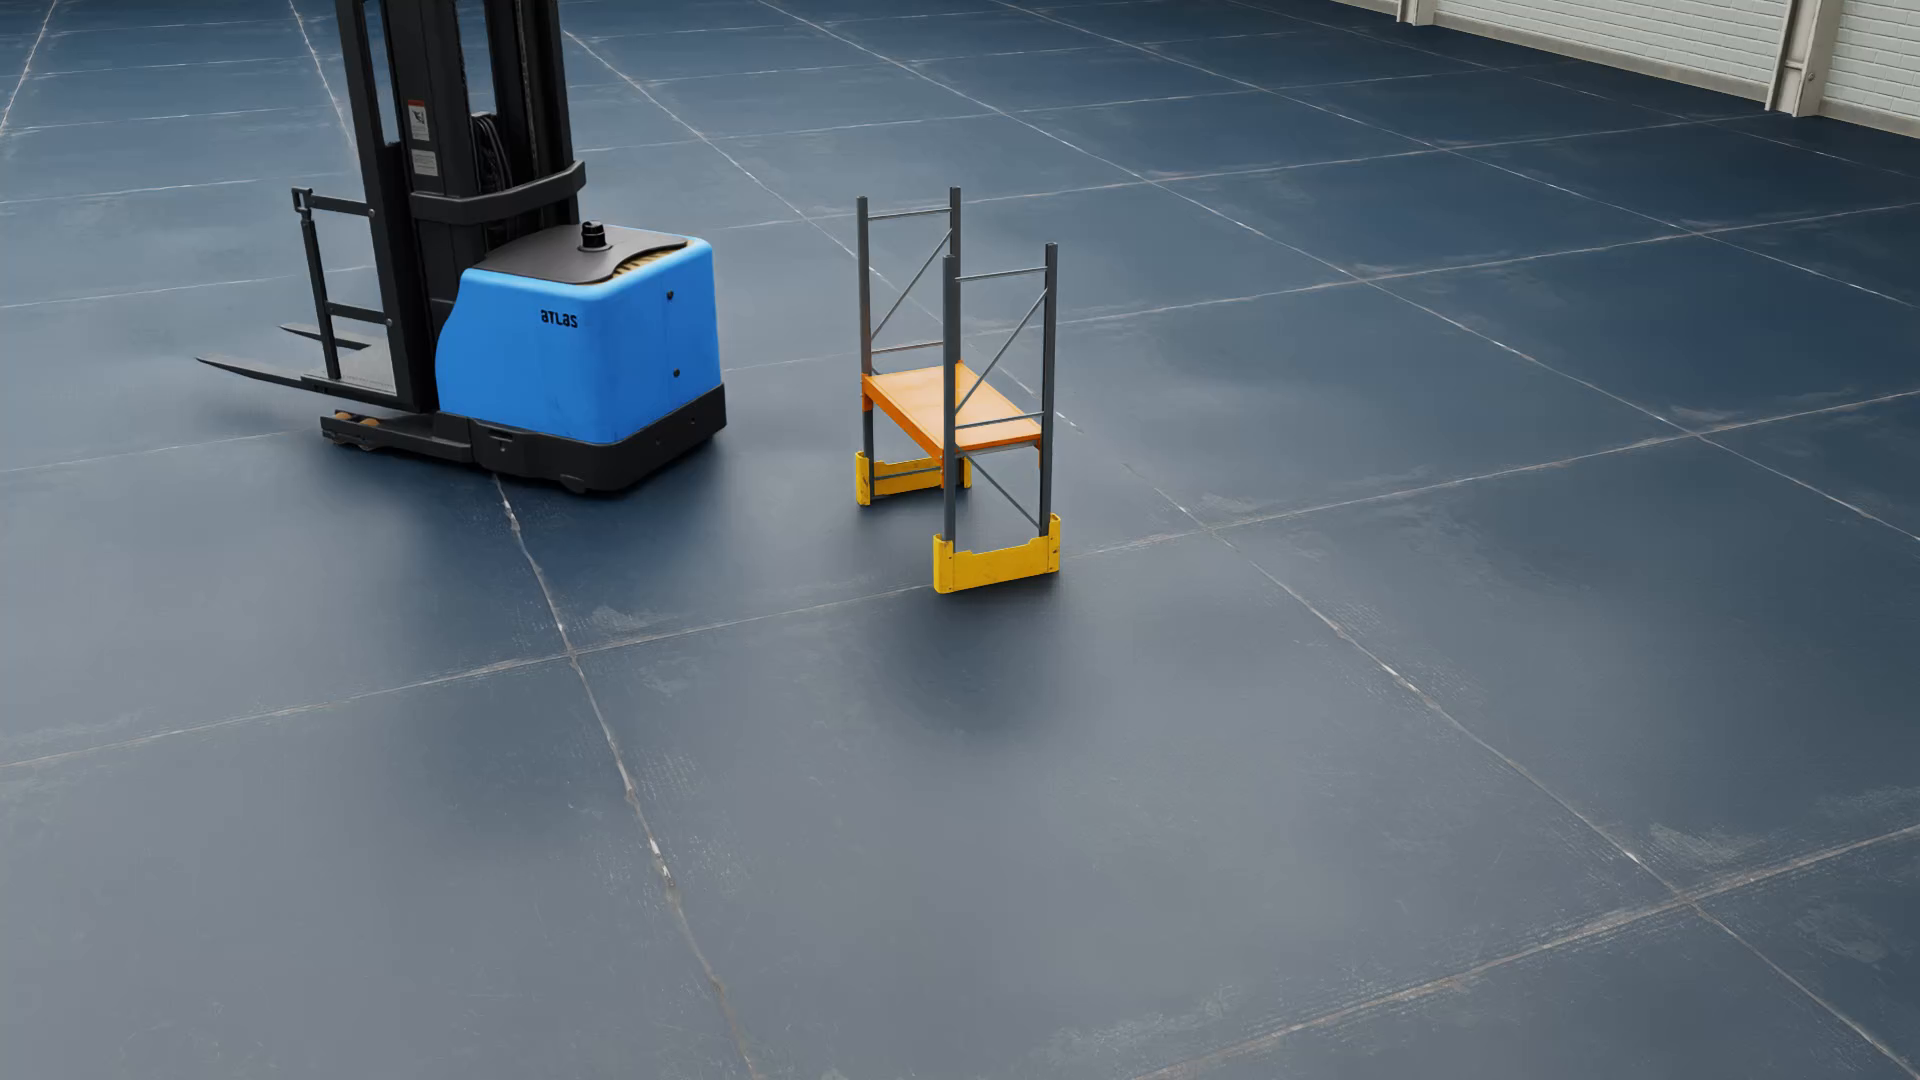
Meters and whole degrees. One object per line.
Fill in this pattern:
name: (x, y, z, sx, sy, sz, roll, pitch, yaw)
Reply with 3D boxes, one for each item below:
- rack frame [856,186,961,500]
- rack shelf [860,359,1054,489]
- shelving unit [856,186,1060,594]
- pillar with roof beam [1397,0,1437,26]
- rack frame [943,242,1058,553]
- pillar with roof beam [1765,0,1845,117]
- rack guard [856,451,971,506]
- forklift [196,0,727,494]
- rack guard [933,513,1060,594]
rack frame: (-0.232, -0.914, 7.912, 0.500, 1.500, 0.032, -11, 28, -21)
rack shelf: (-0.033, -0.547, 7.570, 0.538, 0.185, 1.000, -11, 28, -21)
shelving unit: (-0.030, -0.705, 7.484, 0.587, 1.500, 1.083, -11, 28, -21)
pillar with roof beam: (1.888, -9.946, 17.864, 9.100, 9.000, 0.400, -11, 28, -21)
rack frame: (0.166, -0.503, 7.071, 0.500, 1.500, 0.032, -11, 28, -21)
pillar with roof beam: (4.238, -7.524, 12.903, 9.100, 9.000, 0.400, -11, 28, -21)
rack guard: (-0.225, -0.344, 8.170, 0.587, 0.250, 0.087, -11, 28, -21)
forklift: (-2.793, -1.976, 8.457, 3.031, 2.935, 1.130, 12, 29, 24)
rack guard: (0.165, 0.058, 7.346, 0.587, 0.250, 0.087, -11, 28, -21)
